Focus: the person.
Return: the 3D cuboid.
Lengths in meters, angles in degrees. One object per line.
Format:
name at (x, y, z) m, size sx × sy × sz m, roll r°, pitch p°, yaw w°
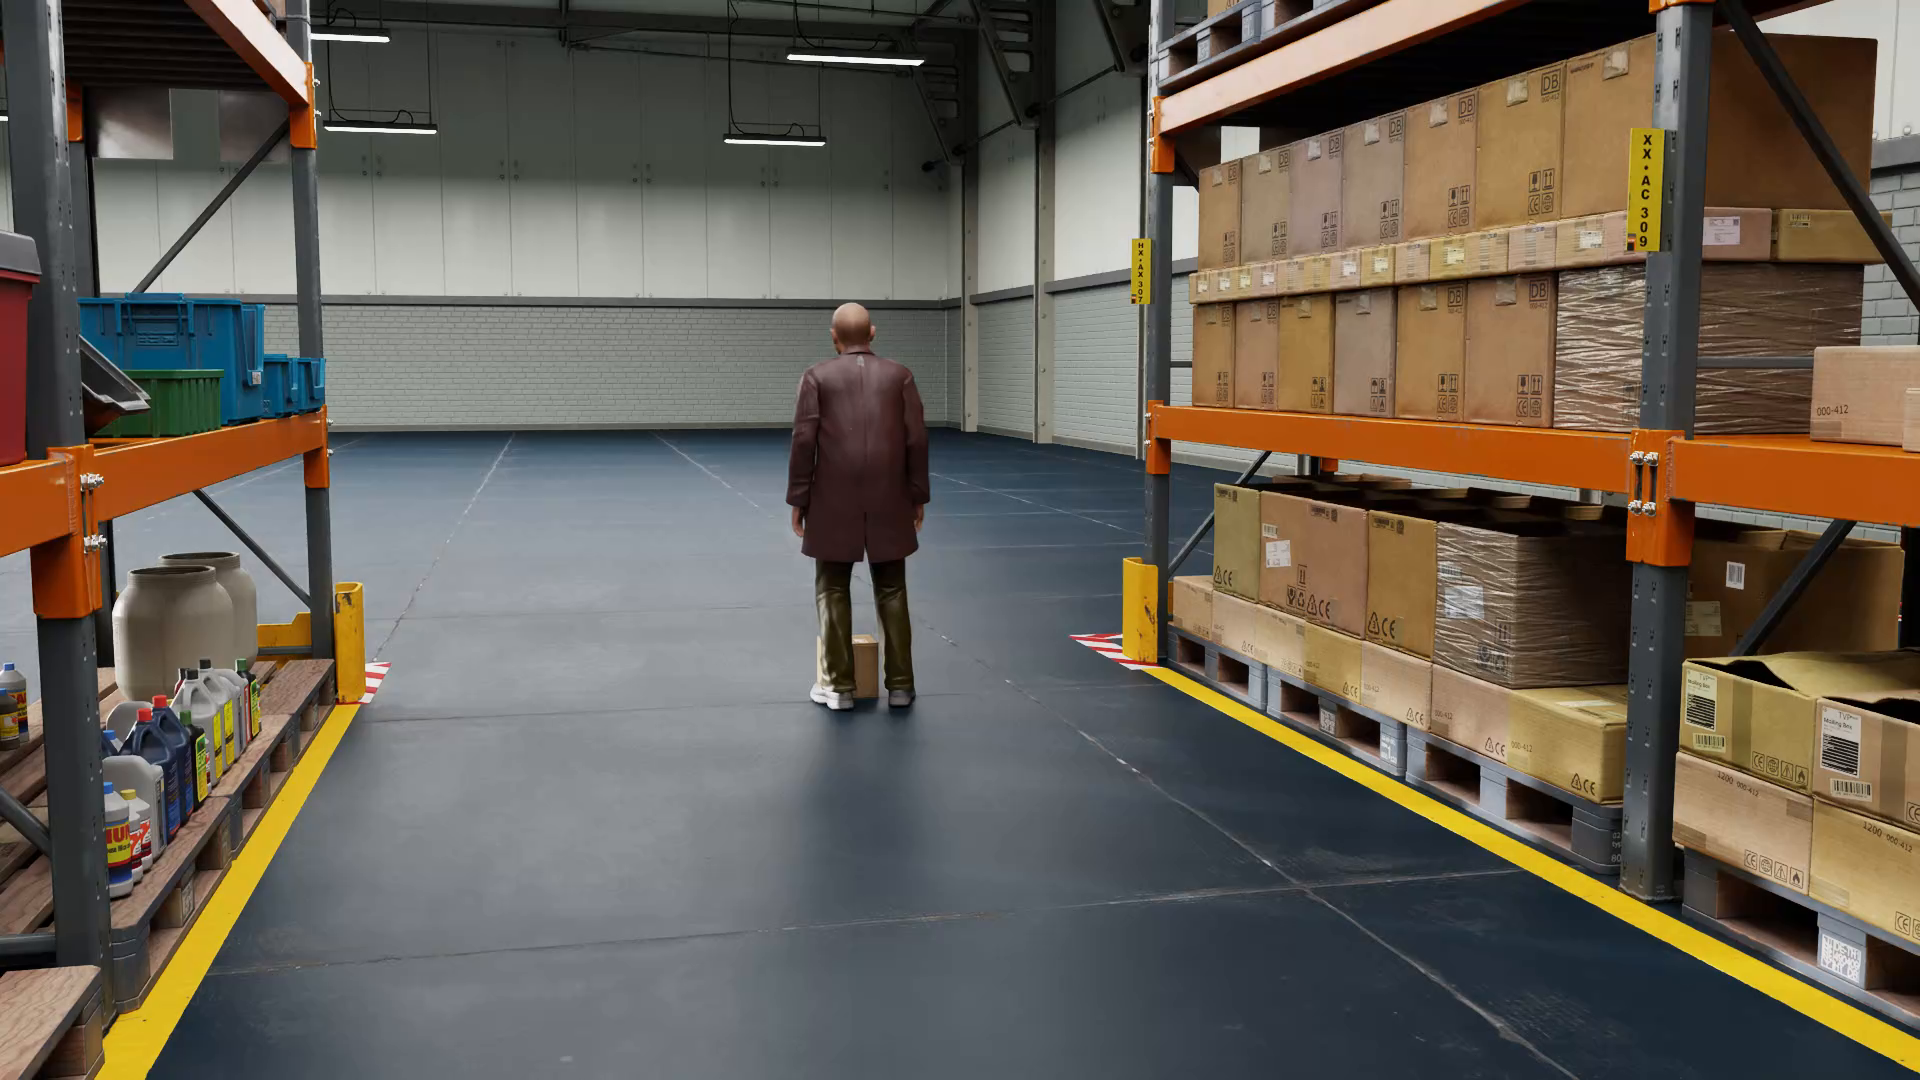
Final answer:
person at (-0.446, -0.153, 7.338) m, size 0.644 × 1.774 × 0.427 m, roll -1°, pitch 6°, yaw -13°
